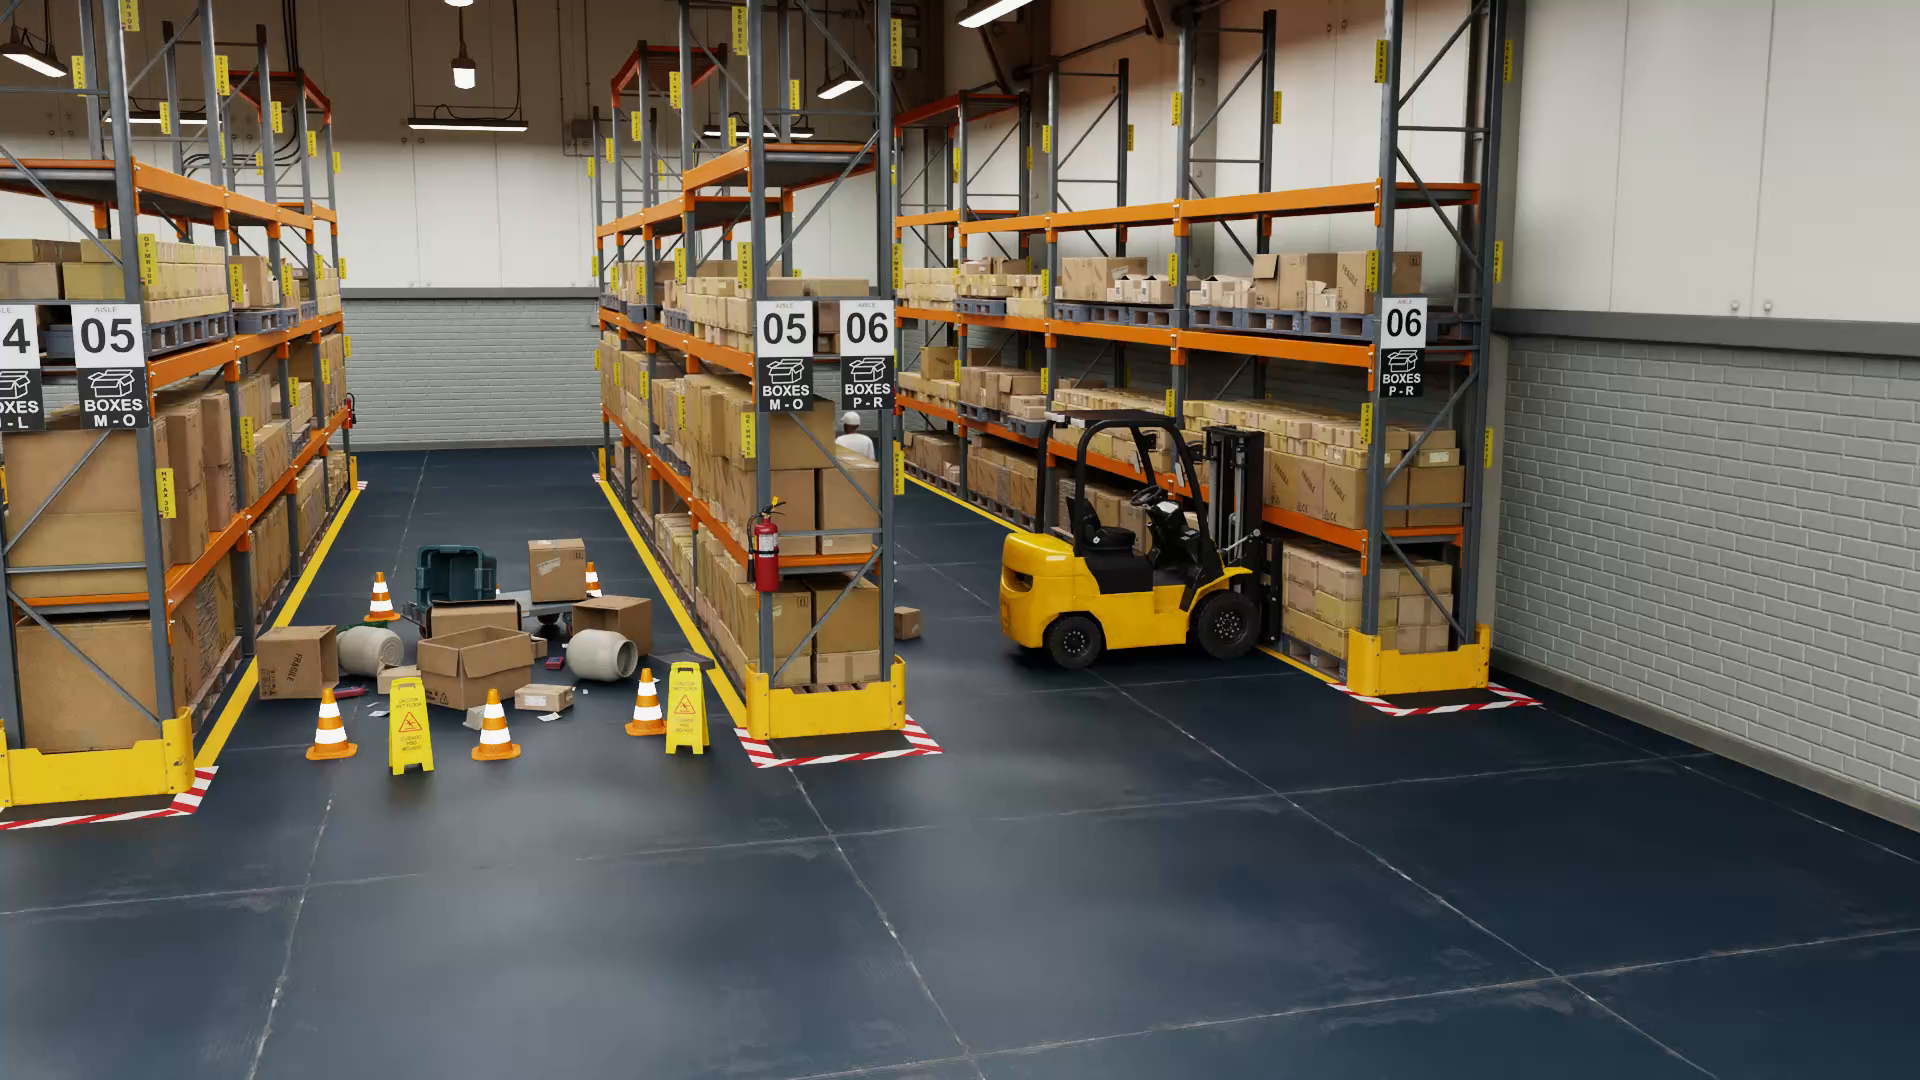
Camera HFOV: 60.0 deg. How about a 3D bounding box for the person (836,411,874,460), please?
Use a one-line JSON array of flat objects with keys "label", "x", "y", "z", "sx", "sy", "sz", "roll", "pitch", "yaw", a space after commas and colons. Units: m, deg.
[{"label": "person", "x": -1.299, "y": -0.682, "z": 19.982, "sx": 0.557, "sy": 1.737, "sz": 0.872, "roll": -2, "pitch": 9, "yaw": -15}]
